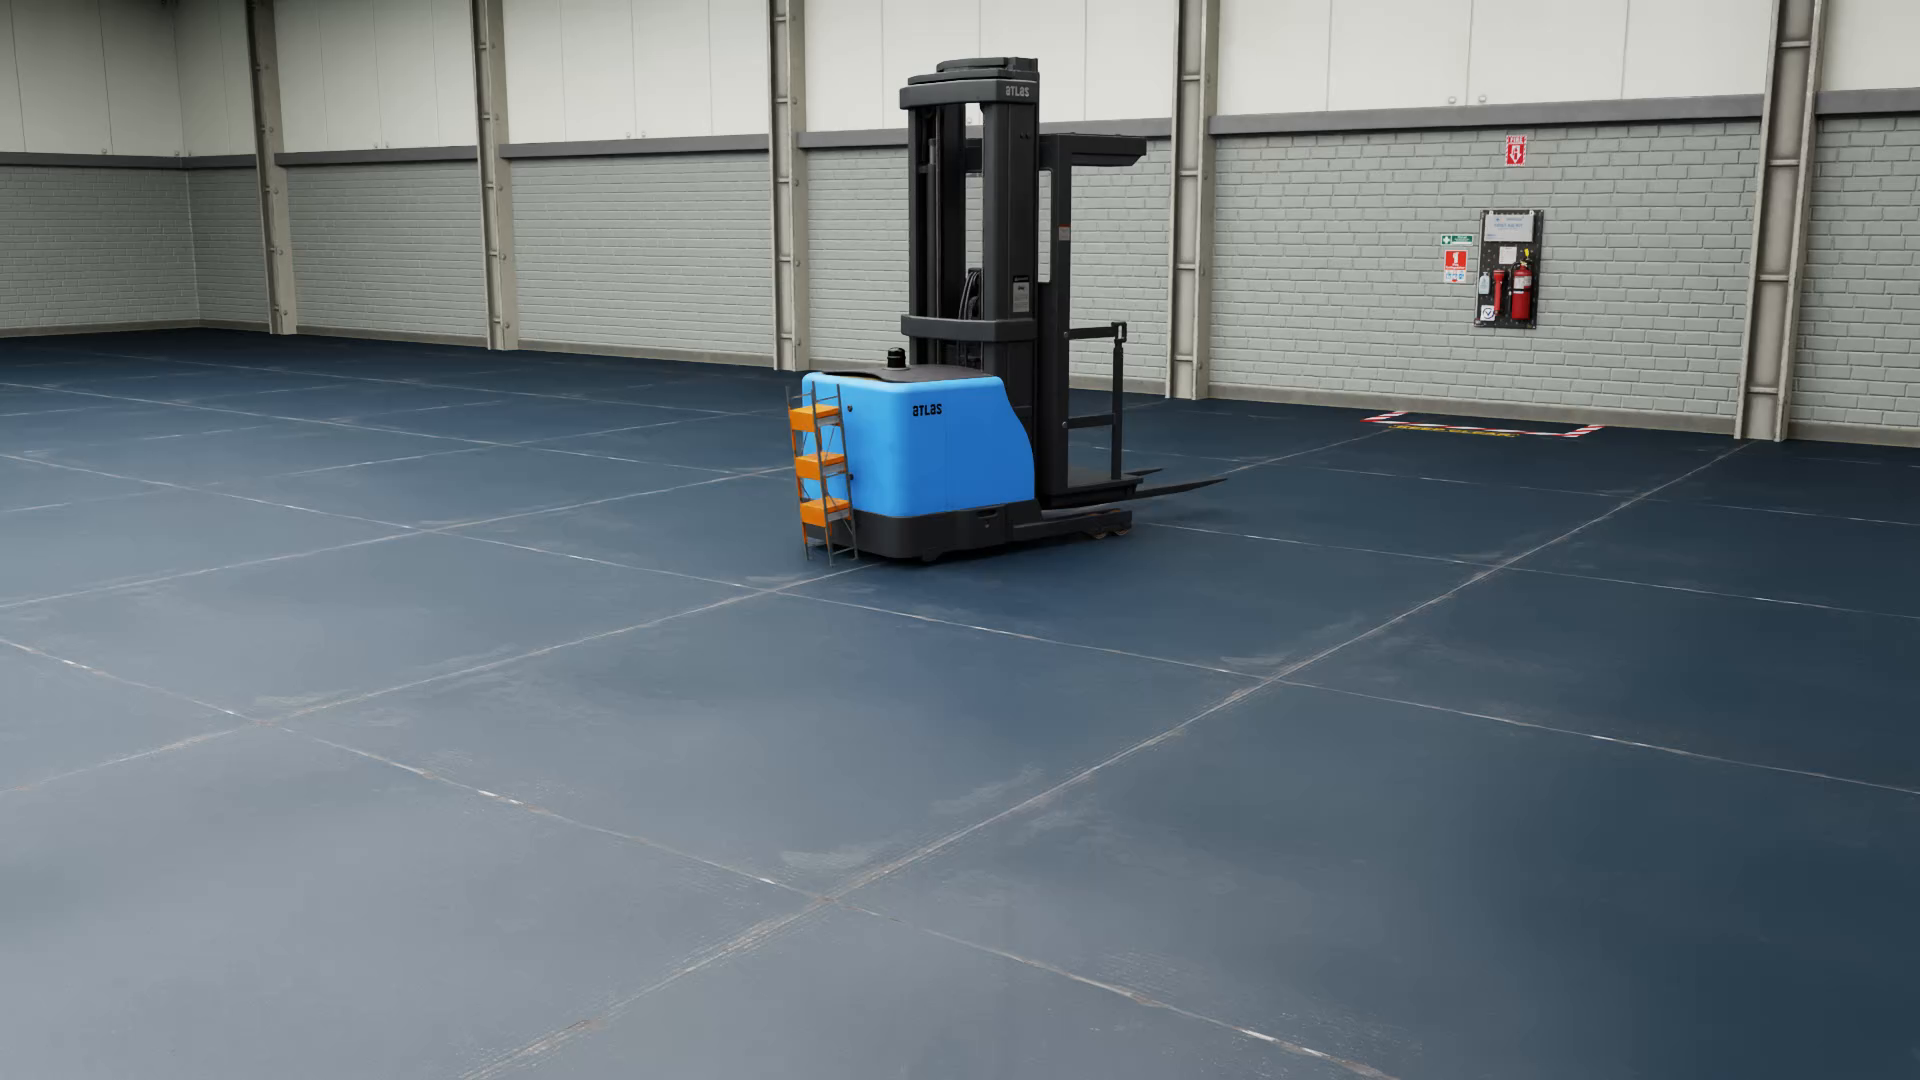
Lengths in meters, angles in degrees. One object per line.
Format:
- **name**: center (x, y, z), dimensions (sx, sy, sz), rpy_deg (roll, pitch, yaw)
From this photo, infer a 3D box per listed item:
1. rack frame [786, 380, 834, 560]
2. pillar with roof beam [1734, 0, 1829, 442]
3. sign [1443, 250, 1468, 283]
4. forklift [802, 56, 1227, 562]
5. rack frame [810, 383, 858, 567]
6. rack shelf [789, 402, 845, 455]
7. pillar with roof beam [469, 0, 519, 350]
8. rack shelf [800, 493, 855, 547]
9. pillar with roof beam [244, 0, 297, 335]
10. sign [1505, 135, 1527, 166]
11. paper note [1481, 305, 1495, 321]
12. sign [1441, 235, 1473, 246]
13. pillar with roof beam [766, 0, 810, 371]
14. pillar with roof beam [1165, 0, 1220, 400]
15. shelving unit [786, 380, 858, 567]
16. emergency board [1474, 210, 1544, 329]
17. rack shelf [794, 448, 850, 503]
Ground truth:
- **rack frame**: center (-0.884, -0.407, 9.819), dimensions (0.200, 1.050, 0.008), rpy_deg (-17, 19, -38)
- **pillar with roof beam**: center (4.866, -4.701, 11.140), dimensions (0.400, 9.000, 9.100), rpy_deg (8, 13, 36)
- **sign**: center (5.060, -2.794, 16.982), dimensions (0.234, 0.329, 0.001), rpy_deg (8, 13, 36)
- **forklift**: center (0.481, -1.514, 10.639), dimensions (3.031, 2.935, 1.130), rpy_deg (-9, 14, -39)
- **rack frame**: center (-0.725, -0.373, 9.637), dimensions (0.200, 1.050, 0.008), rpy_deg (-17, 19, -38)
- **rack shelf**: center (-0.829, -0.653, 9.657), dimensions (0.215, 0.259, 0.240), rpy_deg (-17, 19, -38)
- **pillar with roof beam**: center (-9.642, -6.725, 21.600), dimensions (0.400, 9.000, 9.100), rpy_deg (8, 13, 36)
- **rack shelf**: center (-0.779, -0.113, 9.803), dimensions (0.215, 0.259, 0.240), rpy_deg (-17, 19, -38)
- **pillar with roof beam**: center (-14.478, -7.400, 25.087), dimensions (0.400, 9.000, 9.100), rpy_deg (8, 13, 36)
- **sign**: center (5.497, -3.853, 16.446), dimensions (0.199, 0.298, 0.001), rpy_deg (8, 13, 36)
- **paper note**: center (5.343, -2.297, 16.824), dimensions (0.142, 0.148, 0.016), rpy_deg (8, 13, 36)
- **sign**: center (5.058, -3.053, 16.922), dimensions (0.331, 0.109, 0.001), rpy_deg (8, 13, 36)
- **pillar with roof beam**: center (-4.806, -6.051, 18.113), dimensions (0.400, 9.000, 9.100), rpy_deg (8, 13, 36)
- **pillar with roof beam**: center (0.030, -5.376, 14.627), dimensions (0.400, 9.000, 9.100), rpy_deg (8, 13, 36)
- **shelving unit**: center (-0.805, -0.390, 9.728), dimensions (0.215, 1.050, 0.252), rpy_deg (-17, 19, -38)
- **emergency board**: center (5.445, -2.699, 16.583), dimensions (0.643, 1.169, 0.194), rpy_deg (8, 13, 36)
- **rack shelf**: center (-0.804, -0.380, 9.731), dimensions (0.215, 0.259, 0.240), rpy_deg (-17, 19, -38)
